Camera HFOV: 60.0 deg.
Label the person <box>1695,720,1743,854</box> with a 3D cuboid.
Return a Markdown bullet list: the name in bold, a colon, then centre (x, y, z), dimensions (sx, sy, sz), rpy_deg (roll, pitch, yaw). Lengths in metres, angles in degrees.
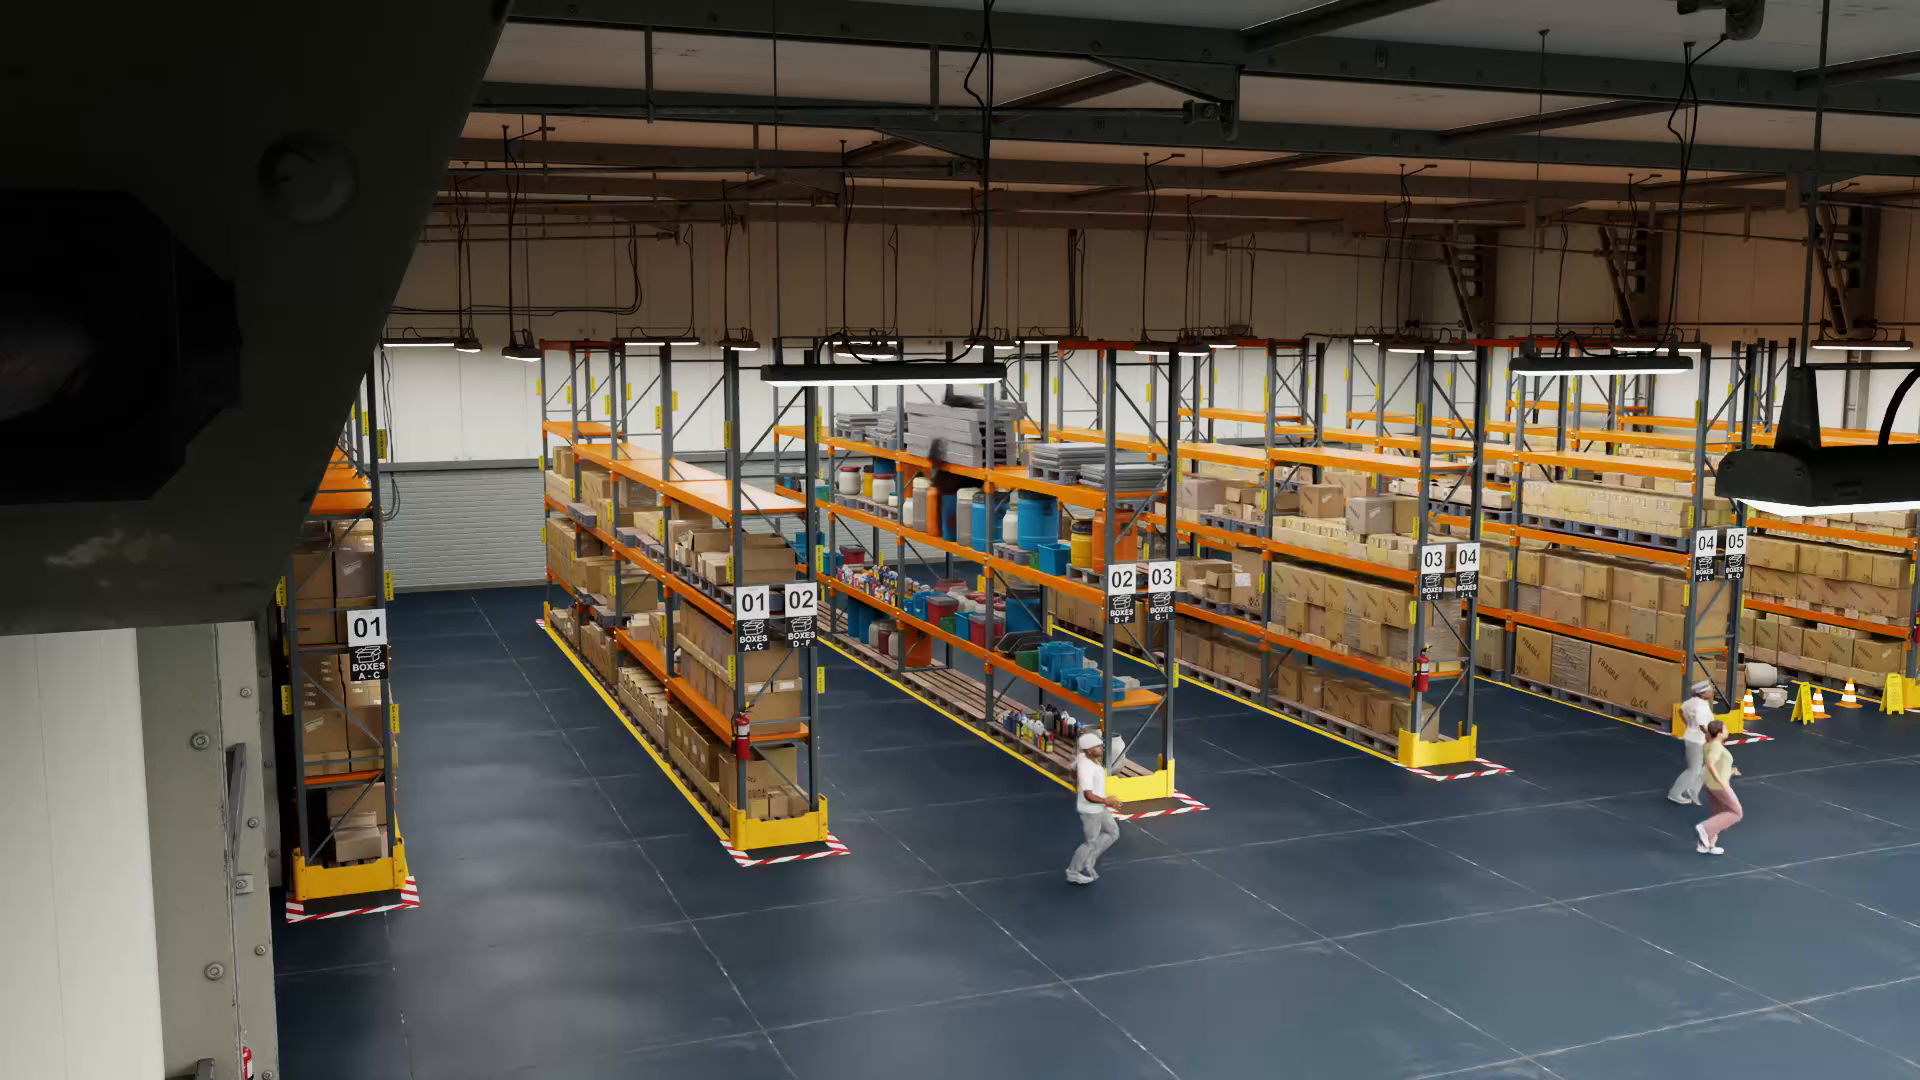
- **person**: centre (9.066, 2.951, 19.867), dimensions (0.540, 1.627, 0.563), rpy_deg (1, 7, 5)

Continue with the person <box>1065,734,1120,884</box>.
- **person**: centre (1.508, 3.027, 18.815), dimensions (0.617, 1.725, 0.702), rpy_deg (1, 7, 7)

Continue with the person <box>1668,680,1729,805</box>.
- **person**: centre (9.721, 2.678, 21.873), dimensions (0.694, 1.729, 0.594), rpy_deg (2, 8, 18)
